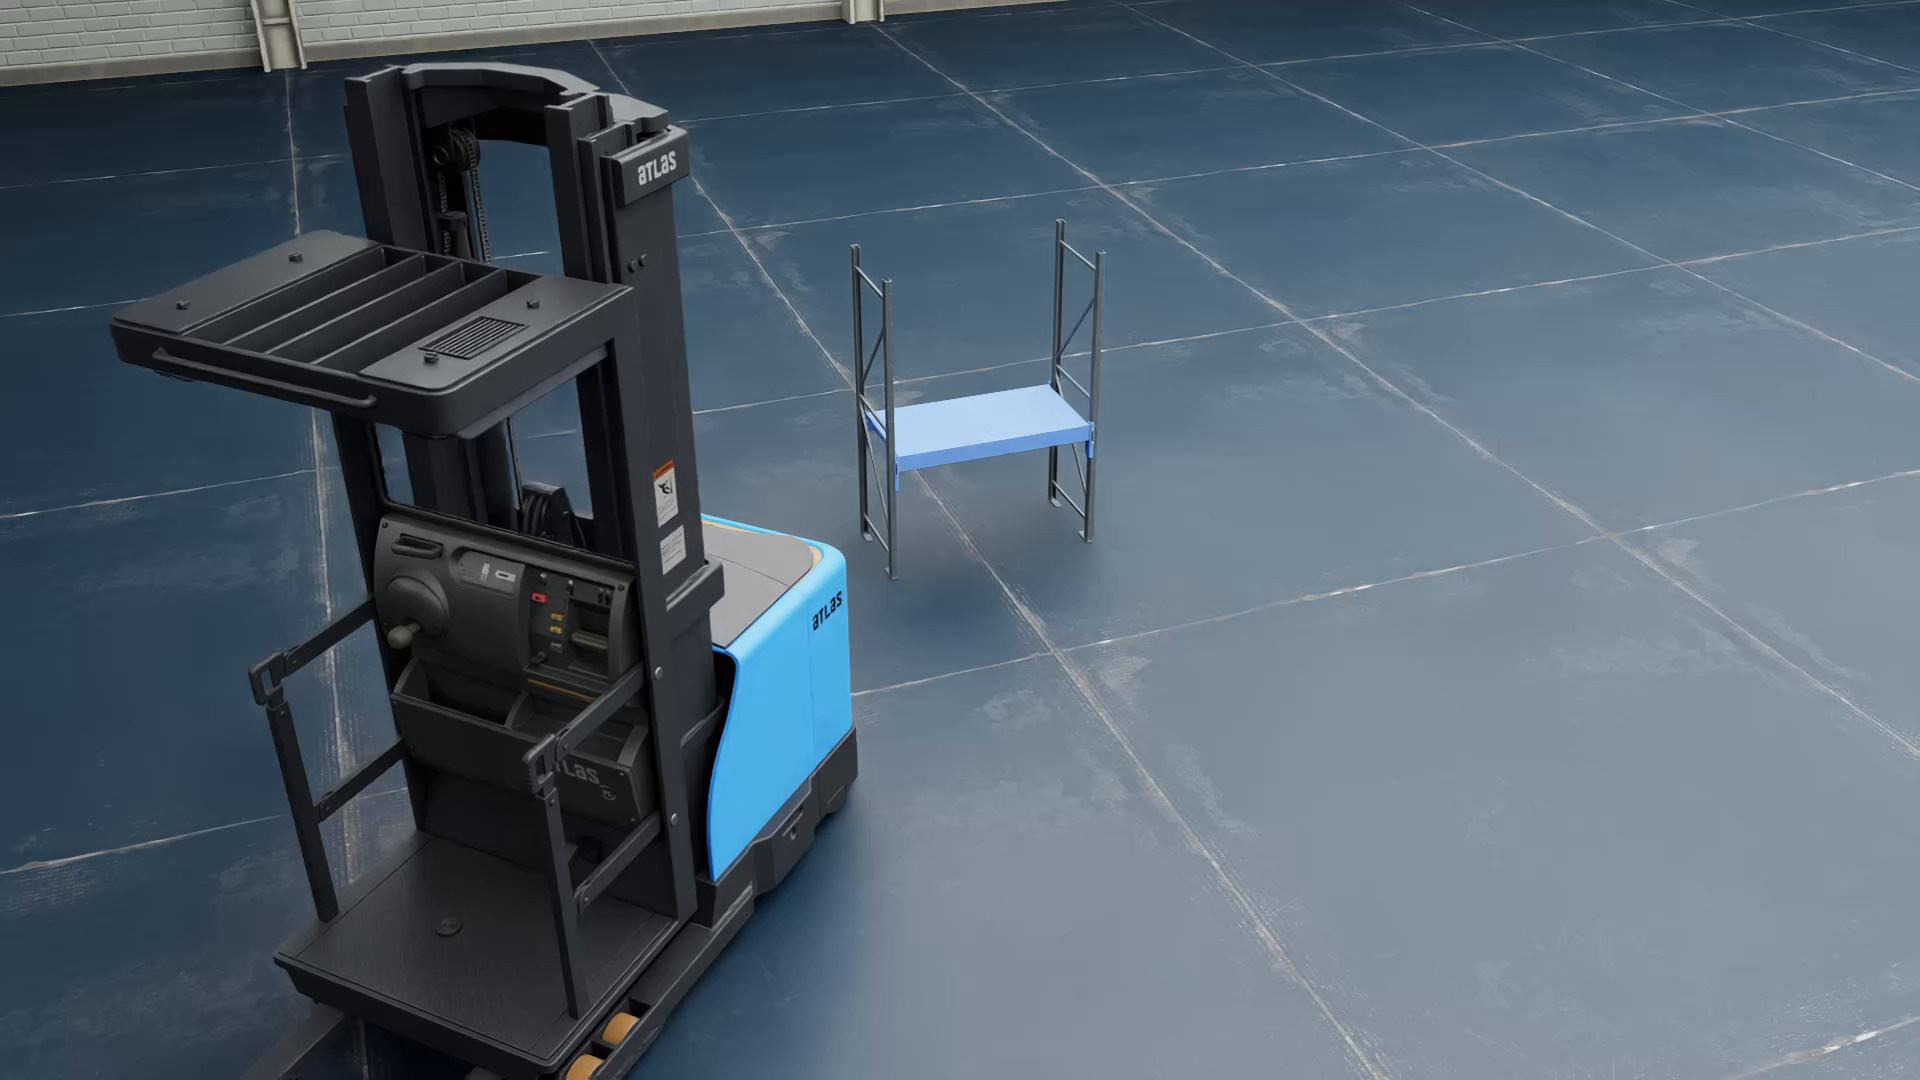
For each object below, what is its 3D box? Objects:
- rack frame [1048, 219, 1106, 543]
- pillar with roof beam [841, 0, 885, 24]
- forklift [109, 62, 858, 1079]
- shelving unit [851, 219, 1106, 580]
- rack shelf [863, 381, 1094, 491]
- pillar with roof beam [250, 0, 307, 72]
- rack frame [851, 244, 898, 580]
[{"bbox_3d":[0.556,-0.754,8.059,0.032,1.500,0.500,-10,31,-18],"label":"rack frame"},{"bbox_3d":[0.435,-7.645,12.578,0.400,9.000,9.100,-10,31,-18],"label":"pillar with roof beam"},{"bbox_3d":[-1.482,0.244,4.860,1.130,2.935,3.031,13,32,22],"label":"forklift"},{"bbox_3d":[0.080,-0.666,7.905,1.048,1.500,0.538,-10,31,-18],"label":"shelving unit"},{"bbox_3d":[0.080,-0.510,7.994,1.000,0.185,0.538,-10,31,-18],"label":"rack shelf"},{"bbox_3d":[-5.189,-6.609,10.761,0.400,9.000,9.100,-10,31,-18],"label":"pillar with roof beam"},{"bbox_3d":[-0.396,-0.579,7.751,0.032,1.500,0.500,-10,31,-18],"label":"rack frame"}]
